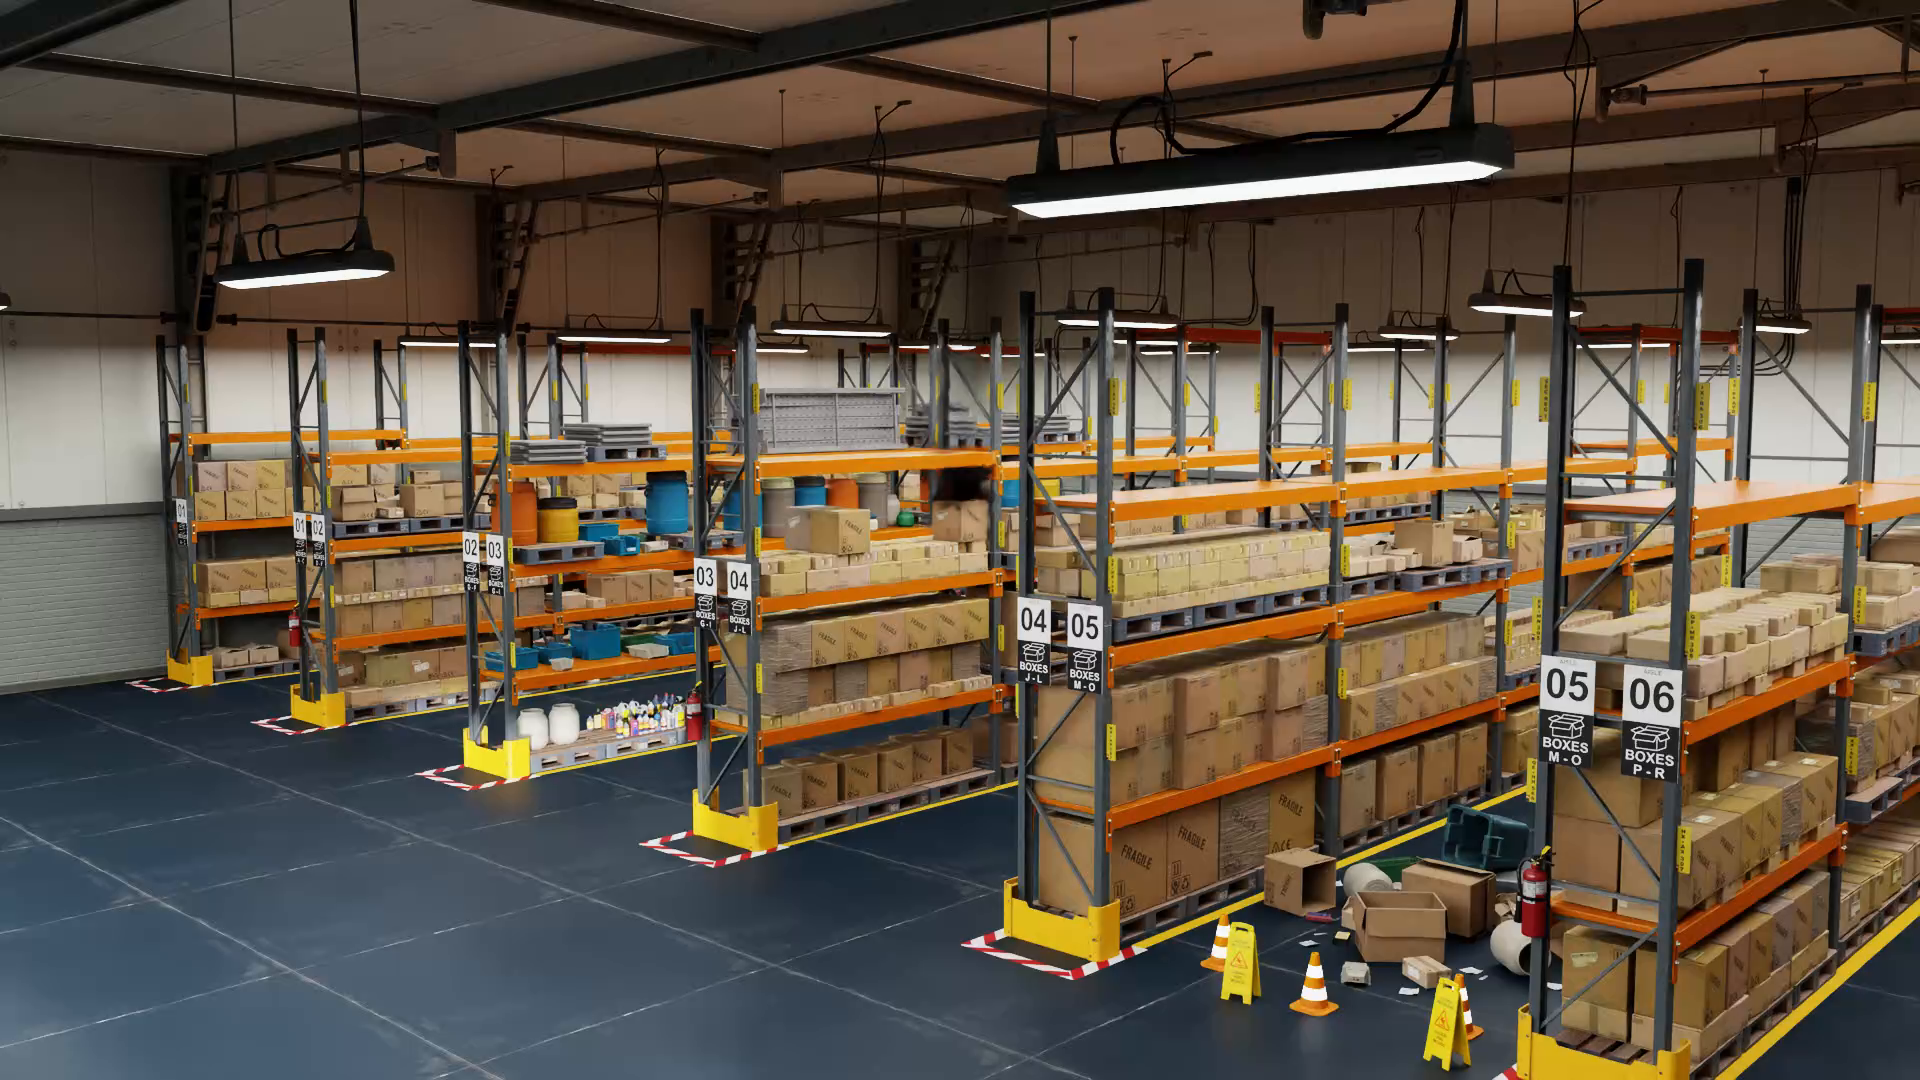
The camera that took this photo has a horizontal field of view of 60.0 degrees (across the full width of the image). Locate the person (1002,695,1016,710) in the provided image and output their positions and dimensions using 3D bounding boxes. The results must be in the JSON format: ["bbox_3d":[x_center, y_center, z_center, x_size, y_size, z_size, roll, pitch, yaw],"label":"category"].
[{"bbox_3d":[0.888,1.771,26.723,0.733,1.791,0.925,3,6,28],"label":"person"}]
